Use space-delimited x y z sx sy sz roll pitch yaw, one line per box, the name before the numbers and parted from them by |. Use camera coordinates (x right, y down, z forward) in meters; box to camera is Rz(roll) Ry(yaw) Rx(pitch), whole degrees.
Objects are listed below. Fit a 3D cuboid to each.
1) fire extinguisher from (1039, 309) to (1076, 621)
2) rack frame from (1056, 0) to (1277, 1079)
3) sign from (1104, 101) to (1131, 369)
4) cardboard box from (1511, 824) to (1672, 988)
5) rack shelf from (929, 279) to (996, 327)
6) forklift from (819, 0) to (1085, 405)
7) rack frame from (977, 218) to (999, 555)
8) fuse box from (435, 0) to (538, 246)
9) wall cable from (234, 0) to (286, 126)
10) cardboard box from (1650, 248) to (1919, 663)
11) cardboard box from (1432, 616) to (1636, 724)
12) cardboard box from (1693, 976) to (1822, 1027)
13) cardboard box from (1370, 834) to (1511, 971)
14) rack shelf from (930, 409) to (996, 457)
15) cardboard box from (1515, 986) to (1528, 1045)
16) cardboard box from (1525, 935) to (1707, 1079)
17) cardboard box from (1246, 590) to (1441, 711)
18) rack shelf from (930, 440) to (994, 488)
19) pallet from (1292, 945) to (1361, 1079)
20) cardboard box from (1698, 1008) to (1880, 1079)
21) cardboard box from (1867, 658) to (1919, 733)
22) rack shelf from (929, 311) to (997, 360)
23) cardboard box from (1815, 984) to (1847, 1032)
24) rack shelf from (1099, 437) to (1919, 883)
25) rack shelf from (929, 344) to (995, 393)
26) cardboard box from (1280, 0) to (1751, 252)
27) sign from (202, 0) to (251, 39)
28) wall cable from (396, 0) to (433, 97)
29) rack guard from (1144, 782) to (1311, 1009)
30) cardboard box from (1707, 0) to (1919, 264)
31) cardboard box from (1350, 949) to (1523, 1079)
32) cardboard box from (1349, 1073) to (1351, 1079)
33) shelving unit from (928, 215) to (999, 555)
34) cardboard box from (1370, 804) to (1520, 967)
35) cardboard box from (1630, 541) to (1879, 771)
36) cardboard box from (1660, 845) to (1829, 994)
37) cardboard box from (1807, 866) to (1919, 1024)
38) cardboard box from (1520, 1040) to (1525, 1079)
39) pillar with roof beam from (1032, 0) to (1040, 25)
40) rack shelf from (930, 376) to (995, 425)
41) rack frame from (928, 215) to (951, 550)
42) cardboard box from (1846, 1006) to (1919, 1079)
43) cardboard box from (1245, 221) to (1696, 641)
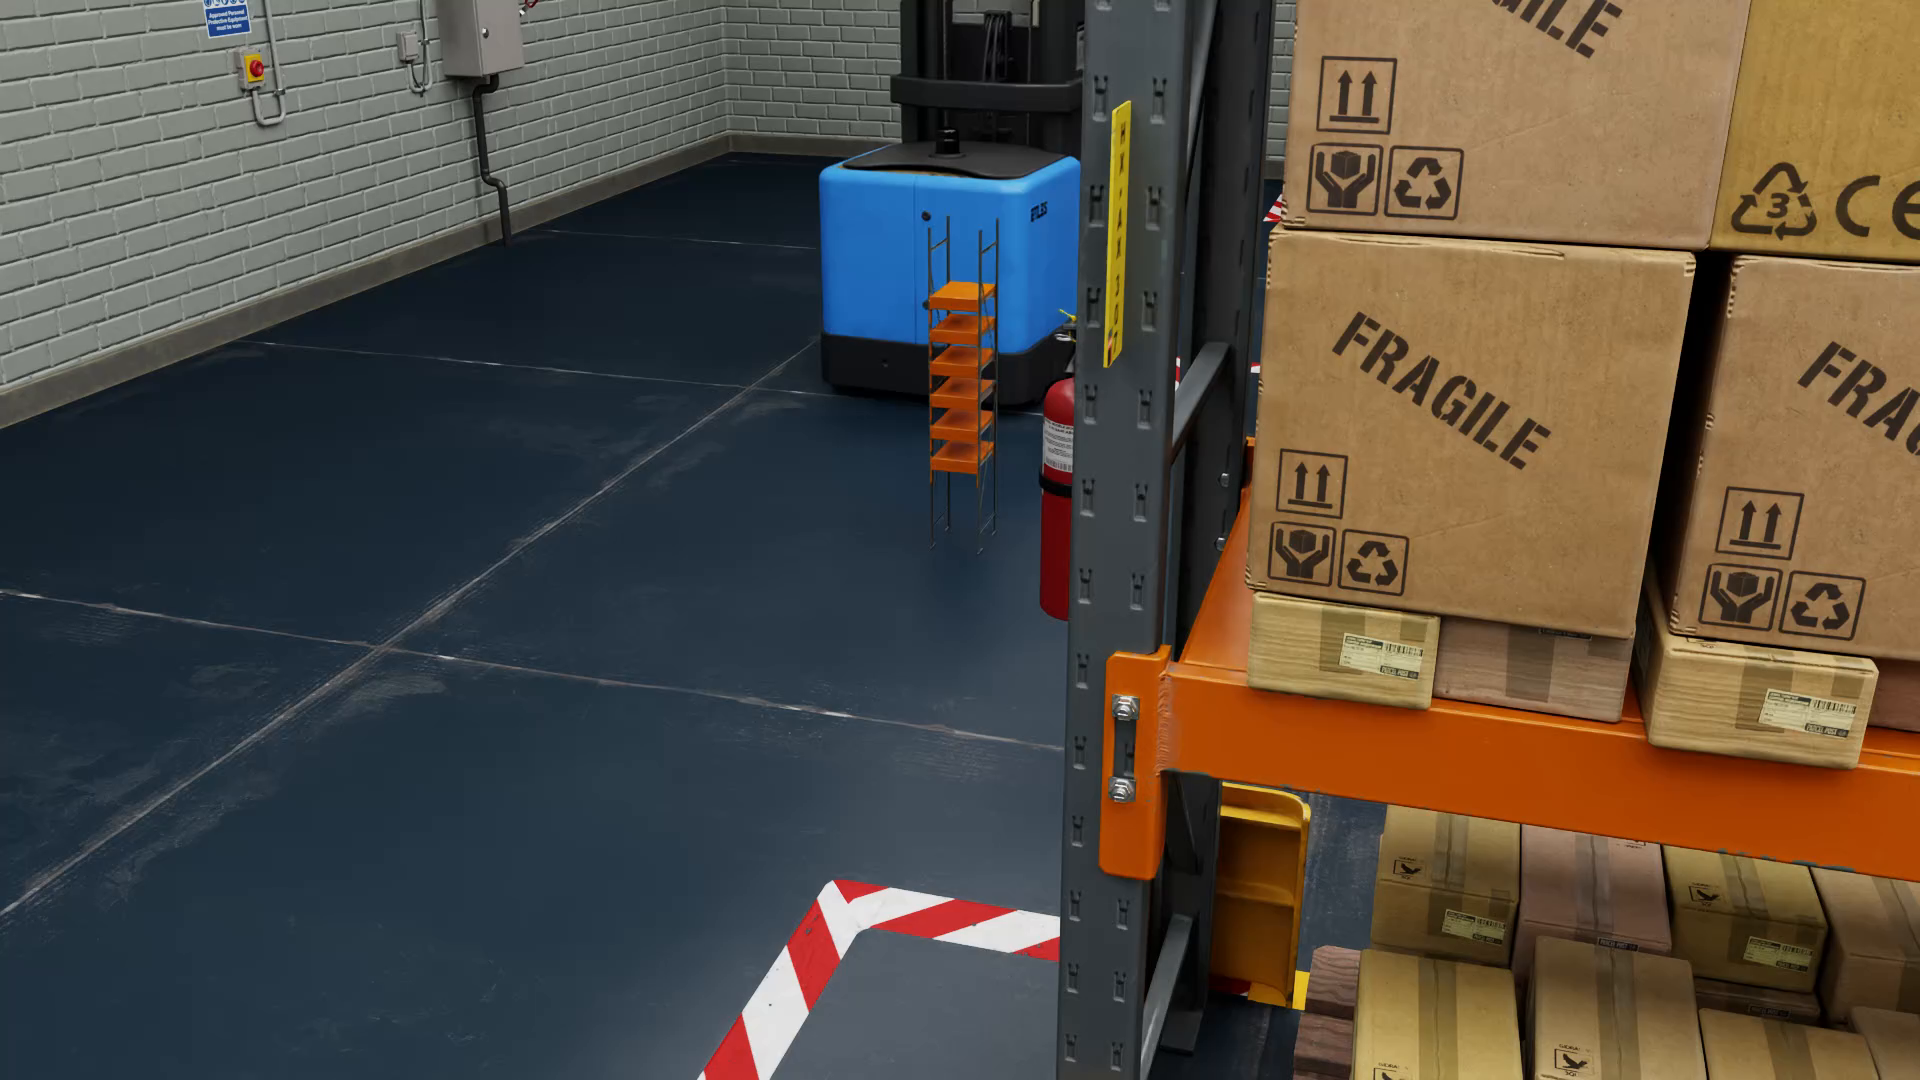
fire extinguisher | 0.250 -0.172 3.331 0.183 0.674 0.296 7 23 16
rack frame | 0.358 -0.185 2.769 0.127 3.000 1.000 7 23 16
sign | 0.202 -0.389 2.124 0.005 0.325 0.100 7 23 16
cardboard box | 1.162 0.679 3.082 0.250 0.149 0.380 7 23 17
rack shelf | 0.014 -0.845 5.919 0.180 0.103 0.258 7 23 16
forklift | 0.362 -2.499 8.500 1.130 2.935 3.031 9 24 20
rack frame | 0.101 -0.543 6.014 0.006 1.200 0.240 7 23 16
fuse box | -2.967 -2.756 10.733 0.414 1.711 0.539 7 23 16
wall cable | -3.714 -3.089 8.468 0.123 1.953 0.585 7 23 16
cardboard box | 1.228 -0.170 2.208 0.500 0.500 0.500 7 23 16
cardboard box | 0.829 0.098 2.408 0.250 0.149 0.380 7 23 17
cardboard box | 1.444 0.812 3.148 0.250 0.149 0.380 6 23 13
cardboard box | 0.946 0.756 3.286 0.250 0.149 0.380 6 23 14
rack shelf | 0.014 -0.401 6.101 0.180 0.103 0.258 7 23 16
cardboard box | 1.181 0.804 3.168 0.250 0.149 0.380 6 23 14
cardboard box | 1.060 0.832 2.709 0.250 0.149 0.380 7 23 16
cardboard box | 0.574 0.086 2.440 0.250 0.149 0.380 6 23 15
rack shelf | 0.014 -0.290 6.146 0.180 0.103 0.258 7 23 16
pallet | 1.198 1.215 3.029 1.213 0.211 1.003 7 23 16
cardboard box | 1.264 0.906 2.529 0.250 0.149 0.380 6 23 15
cardboard box | 1.359 0.126 2.341 0.250 0.149 0.380 8 24 18
rack shelf | 0.014 -0.734 5.964 0.180 0.103 0.258 7 23 16
cardboard box | 1.671 0.879 2.985 0.250 0.149 0.380 6 23 15
rack shelf | 2.273 0.367 2.371 4.000 0.370 1.077 7 23 16
rack shelf | 0.014 -0.623 6.010 0.180 0.103 0.258 7 23 16
cardboard box | 0.711 -0.686 2.149 0.500 0.500 0.500 6 23 15
sign | -3.786 -2.719 8.589 0.001 0.218 0.327 7 23 16
wall cable | -3.315 -3.591 9.733 0.122 1.984 0.588 7 23 16
rack guard | 0.431 0.980 3.223 0.348 0.500 1.175 7 23 16
cardboard box | 1.196 -0.633 2.020 0.500 0.500 0.500 7 23 17
cardboard box | 0.762 0.845 2.677 0.250 0.149 0.380 5 23 13
cardboard box | 0.786 0.953 2.807 0.250 0.149 0.380 8 23 18
shelving unit | 0.014 -0.554 6.038 0.189 1.200 0.258 7 23 16
cardboard box | 0.938 0.630 3.200 0.250 0.149 0.380 7 23 16
cardboard box | 1.071 0.147 2.289 0.250 0.149 0.380 6 23 14
cardboard box | 1.447 0.661 3.126 0.250 0.149 0.380 6 23 14
cardboard box | 1.676 0.712 3.000 0.250 0.149 0.380 6 23 13
cardboard box | 1.031 1.003 2.683 0.250 0.149 0.380 6 23 15
pillar with roof beam | -0.443 -5.633 8.145 0.400 9.000 9.100 7 23 16
rack shelf | 0.014 -0.512 6.055 0.180 0.103 0.258 7 23 16
rack frame | -0.074 -0.564 6.063 0.006 1.200 0.240 7 23 16
cardboard box | 1.526 0.903 2.536 0.250 0.149 0.380 5 23 13
cardboard box | 0.708 -0.220 2.329 0.500 0.500 0.500 8 24 18
